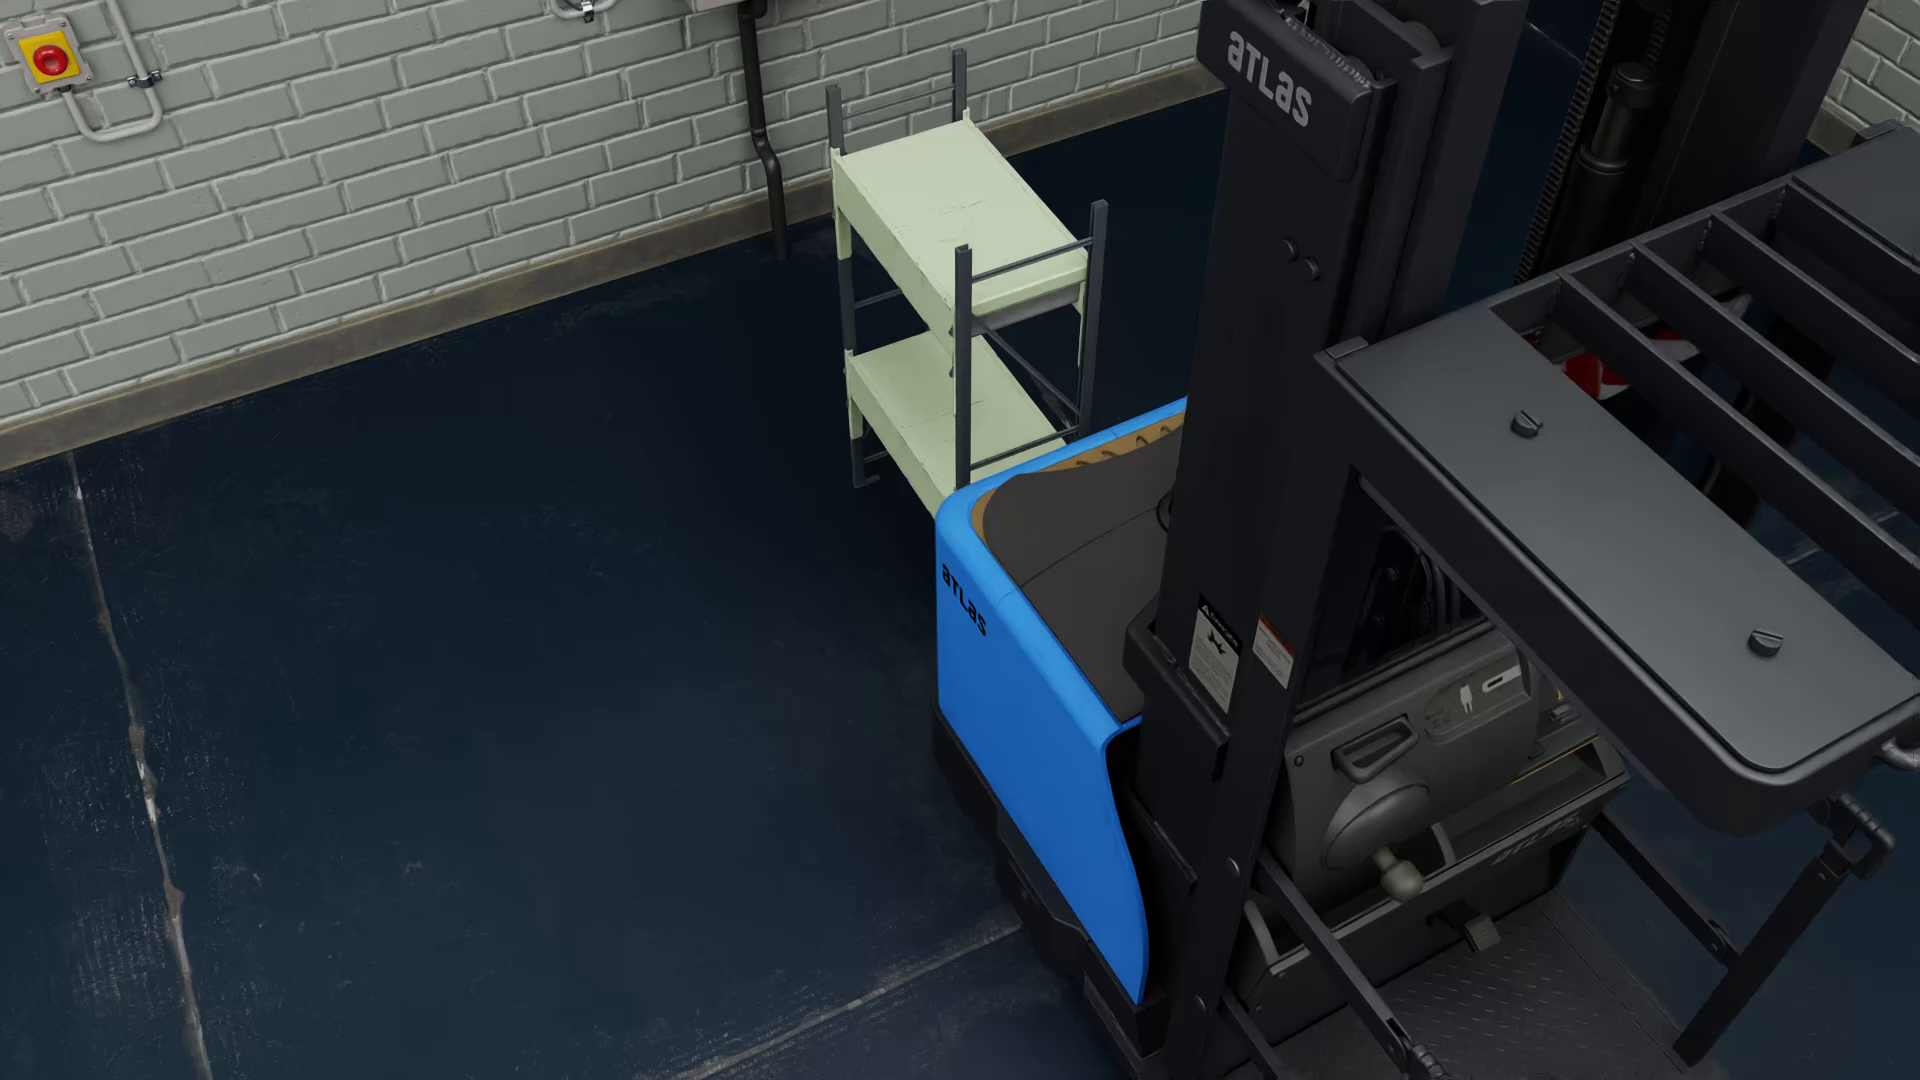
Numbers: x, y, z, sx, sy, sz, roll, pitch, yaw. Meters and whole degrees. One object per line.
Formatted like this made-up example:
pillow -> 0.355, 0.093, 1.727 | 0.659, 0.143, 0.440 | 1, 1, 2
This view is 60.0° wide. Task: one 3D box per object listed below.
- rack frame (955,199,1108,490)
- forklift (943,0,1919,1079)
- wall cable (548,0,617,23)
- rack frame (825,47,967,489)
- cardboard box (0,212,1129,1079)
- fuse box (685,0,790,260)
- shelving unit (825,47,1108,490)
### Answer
rack frame -> 0.171, -0.244, 4.467 | 0.400, 1.500, 0.023 | -21, 52, -18
forklift -> 1.095, 0.503, 2.922 | 1.107, 2.843, 2.937 | -23, 53, -19
wall cable -> -1.302, -2.241, 4.542 | 0.588, 1.984, 0.122 | -21, 52, -18
rack frame -> -0.164, -0.734, 4.896 | 0.400, 1.500, 0.023 | -21, 52, -18
cardboard box -> 0.162, 3.641, 1.036 | 6.103, 1.550, 13.522 | -22, 52, -18
fuse box -> -0.623, -1.612, 5.523 | 0.539, 1.711, 0.414 | -21, 52, -18
shelving unit -> 0.003, -0.489, 4.682 | 0.400, 1.500, 0.755 | -21, 52, -18
